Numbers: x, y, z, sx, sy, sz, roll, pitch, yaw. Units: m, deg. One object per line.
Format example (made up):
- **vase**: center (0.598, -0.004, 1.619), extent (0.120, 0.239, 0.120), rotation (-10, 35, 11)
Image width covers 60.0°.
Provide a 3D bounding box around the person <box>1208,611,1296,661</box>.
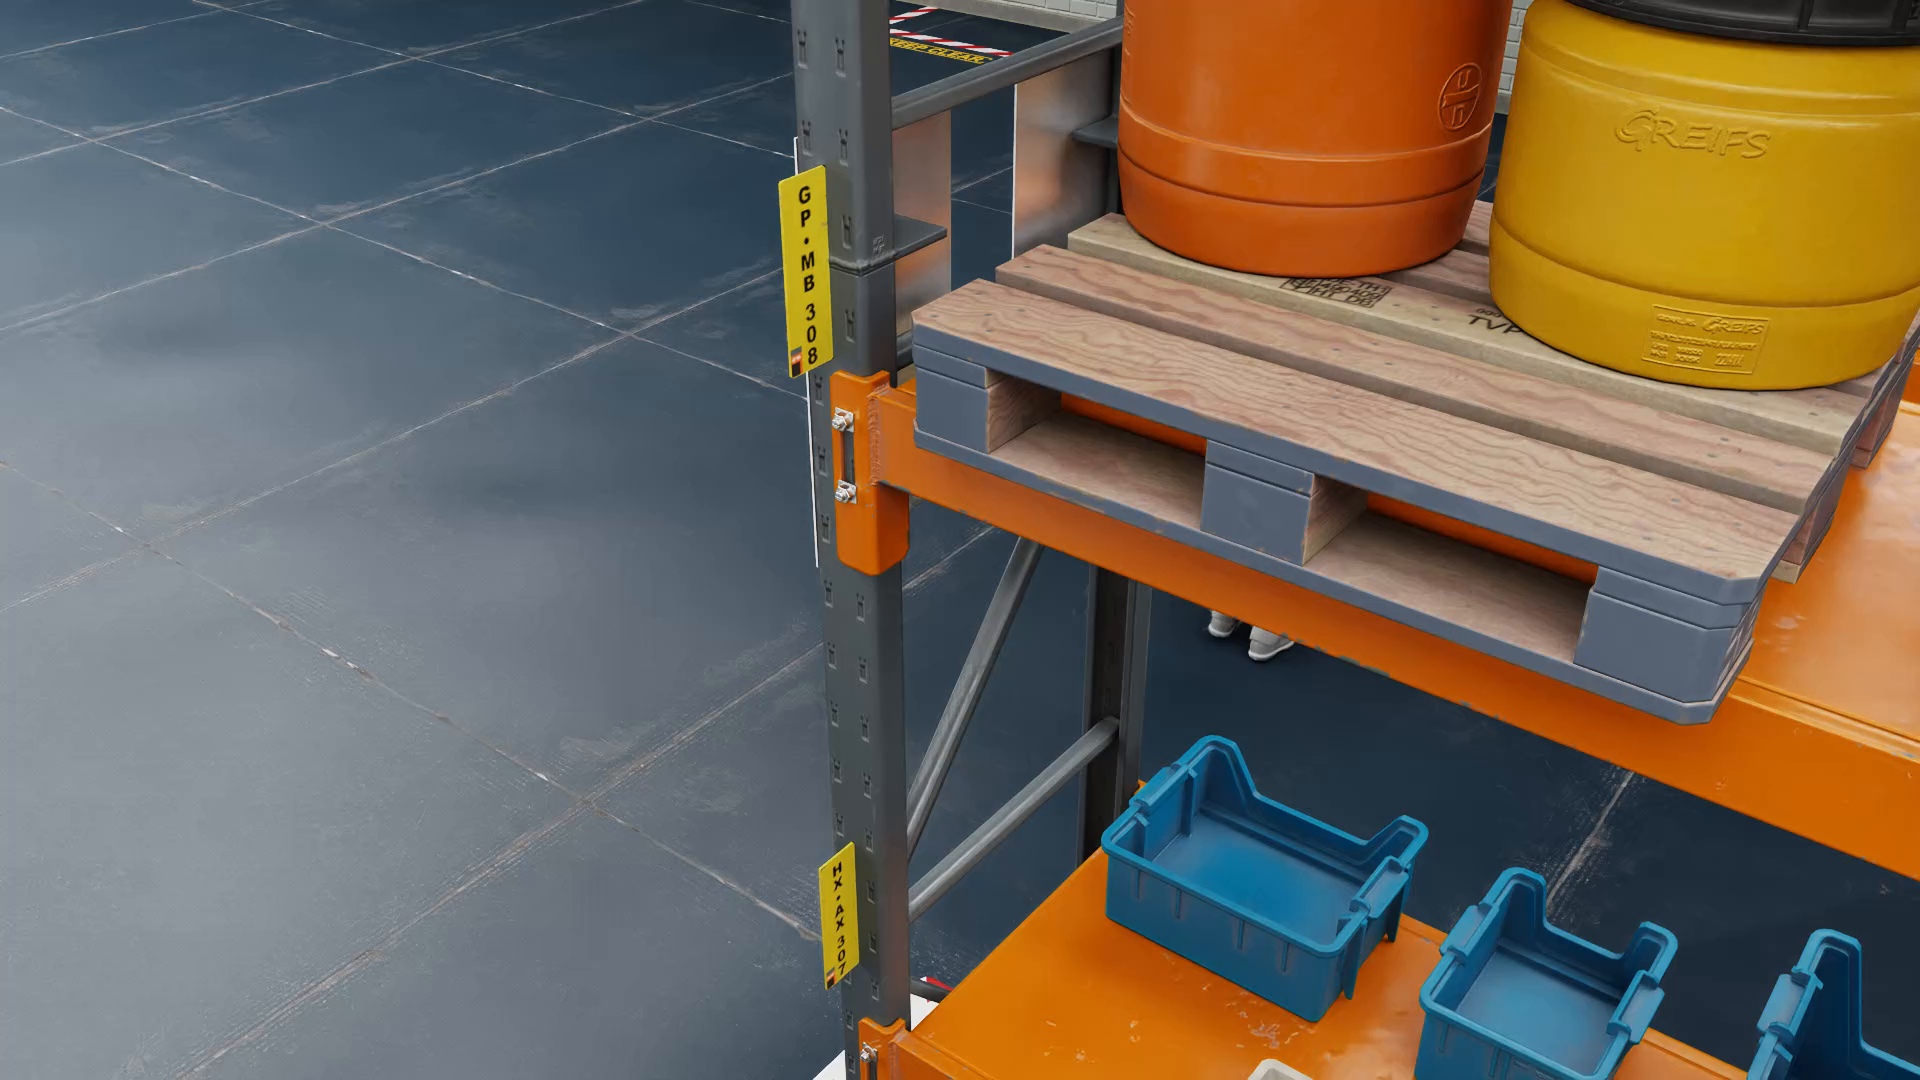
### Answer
- **person**: center (1.313, 0.028, 6.983), extent (0.450, 0.769, 0.924), rotation (20, 37, 30)
